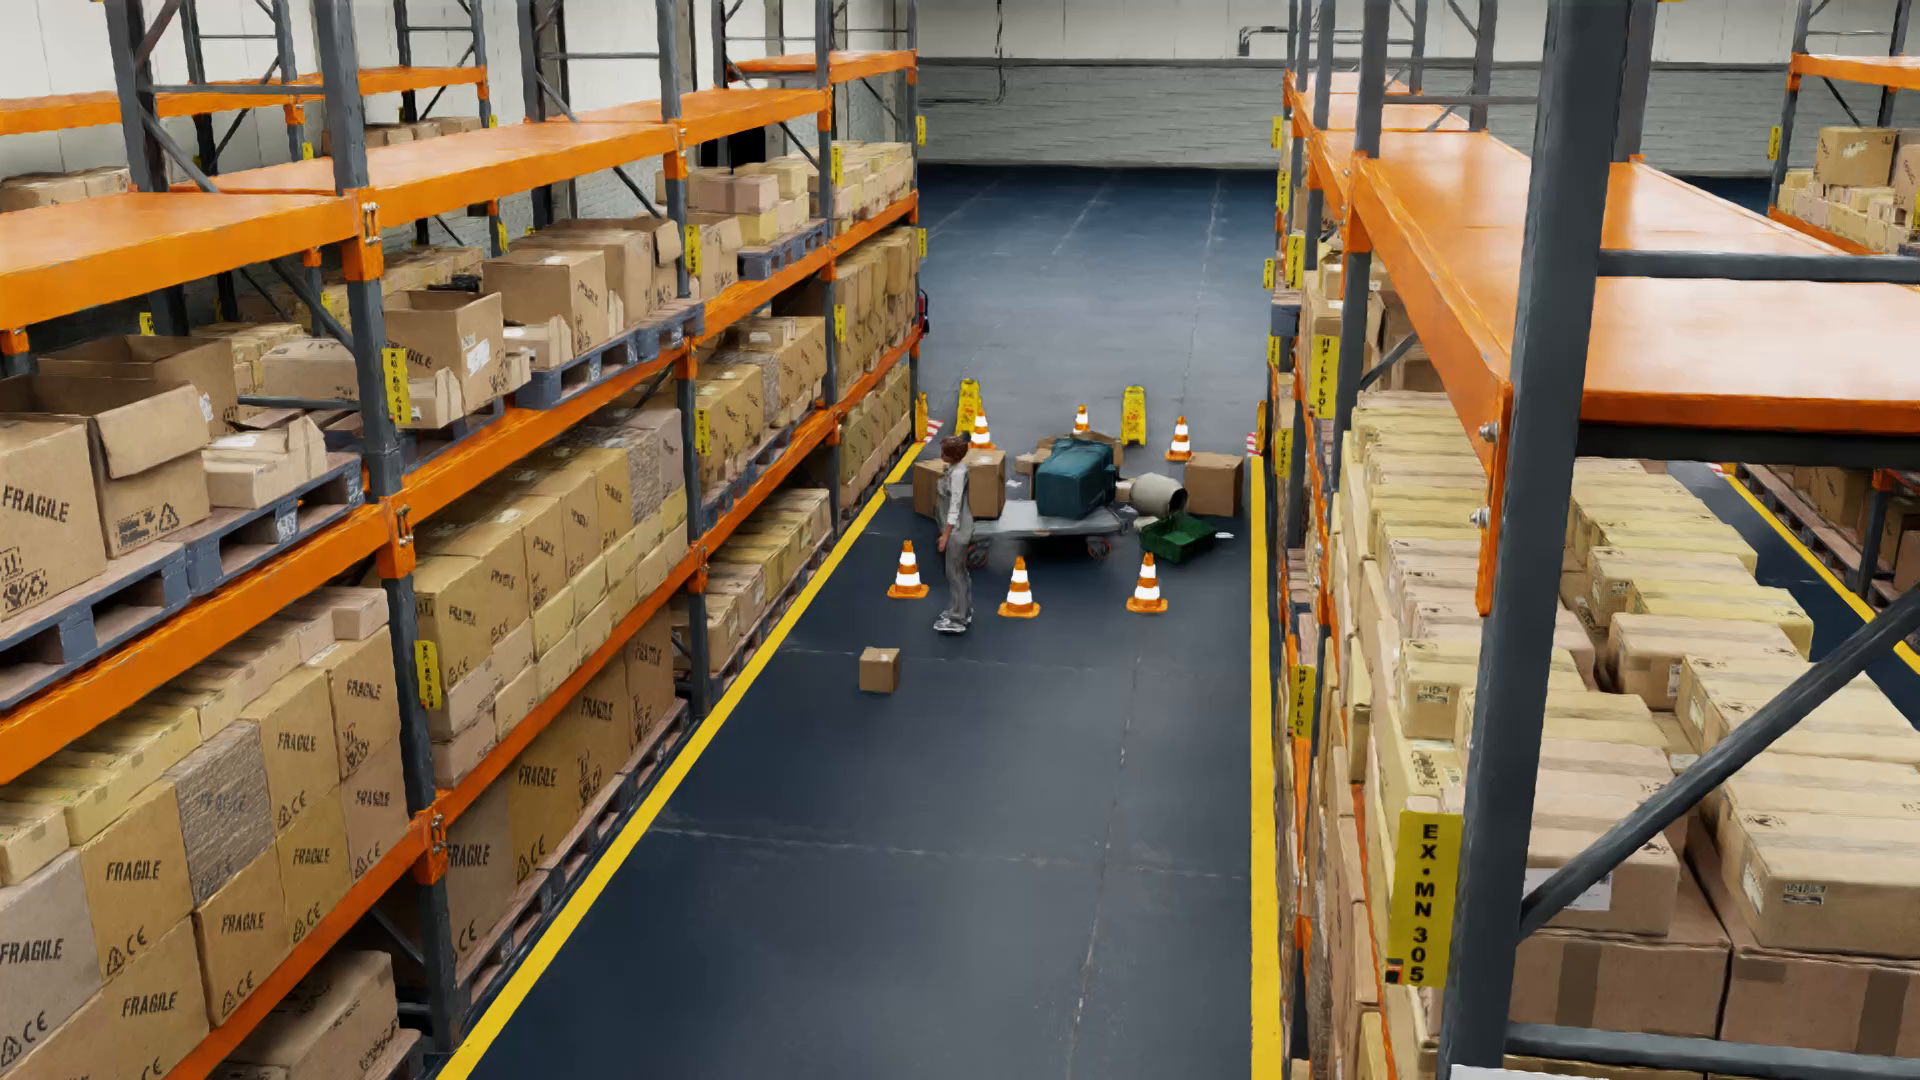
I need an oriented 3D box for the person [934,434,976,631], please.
[{"bbox_3d":[-0.044,-0.060,13.176,0.337,1.605,0.467,0,18,1],"label":"person"}]
